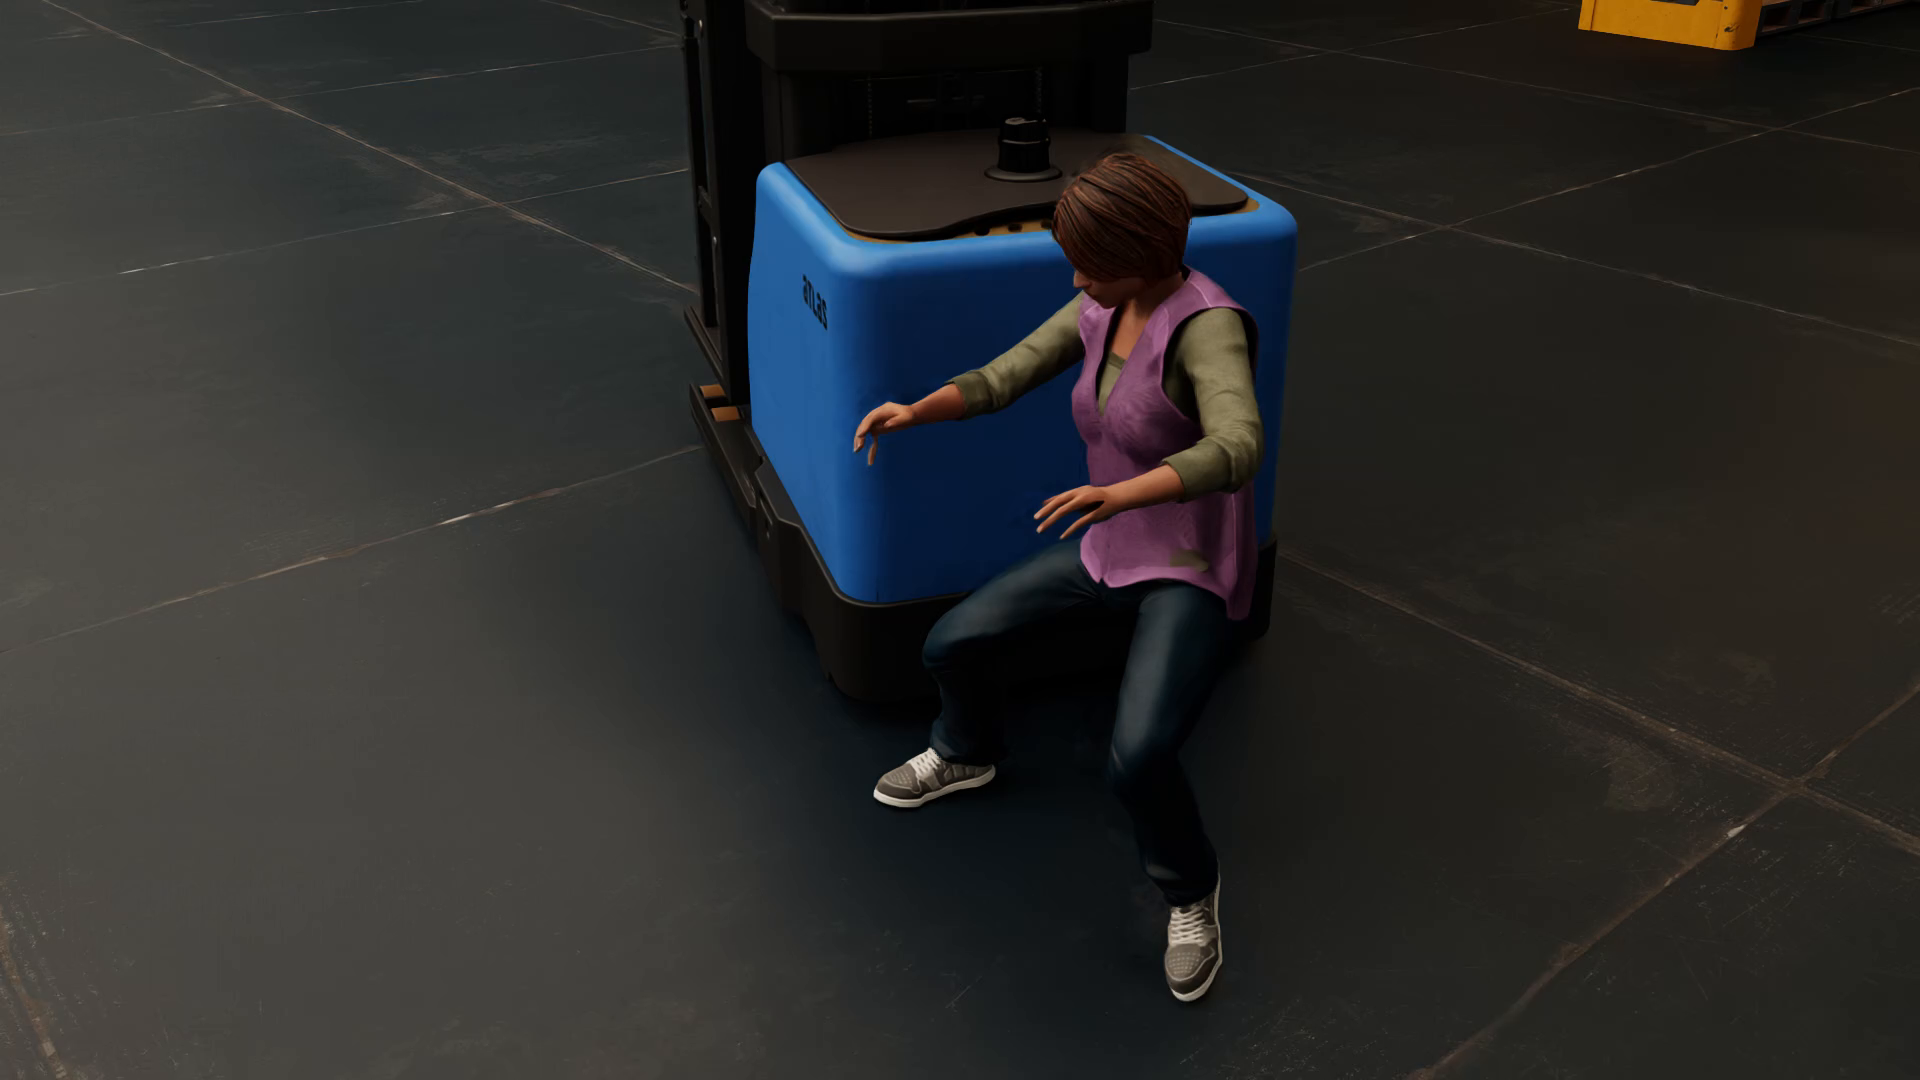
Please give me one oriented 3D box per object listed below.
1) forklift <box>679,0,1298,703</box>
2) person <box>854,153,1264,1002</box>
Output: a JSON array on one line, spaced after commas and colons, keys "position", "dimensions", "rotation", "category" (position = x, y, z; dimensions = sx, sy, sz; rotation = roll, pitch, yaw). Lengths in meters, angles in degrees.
[{"position": [-0.200, -1.593, 4.413], "dimensions": [1.130, 2.935, 3.031], "rotation": [-8, 27, -16], "category": "forklift"}, {"position": [0.169, 0.037, 2.876], "dimensions": [0.669, 1.378, 0.854], "rotation": [-14, 29, -26], "category": "person"}]
